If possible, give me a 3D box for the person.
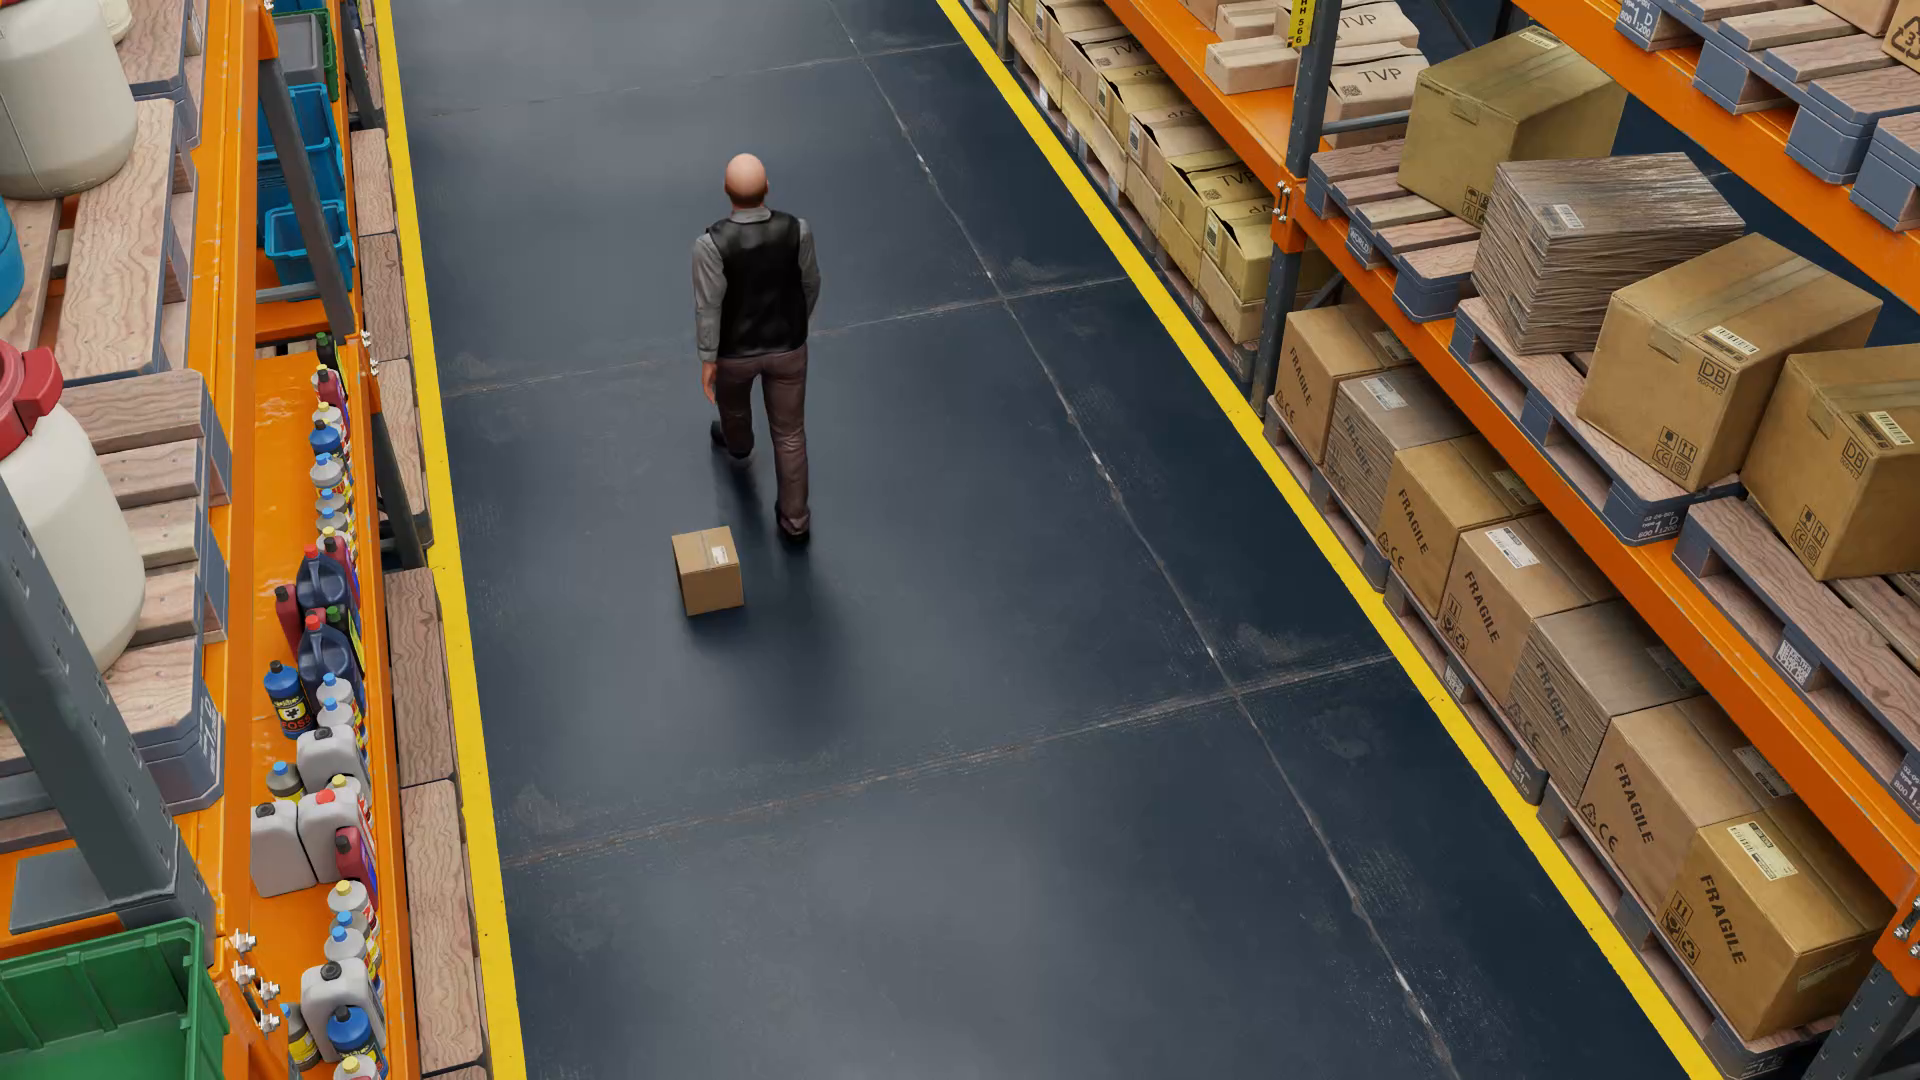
[{"bbox_3d":[-0.858,-0.881,7.141,0.567,1.665,0.971,-9,43,-10],"label":"person"}]
